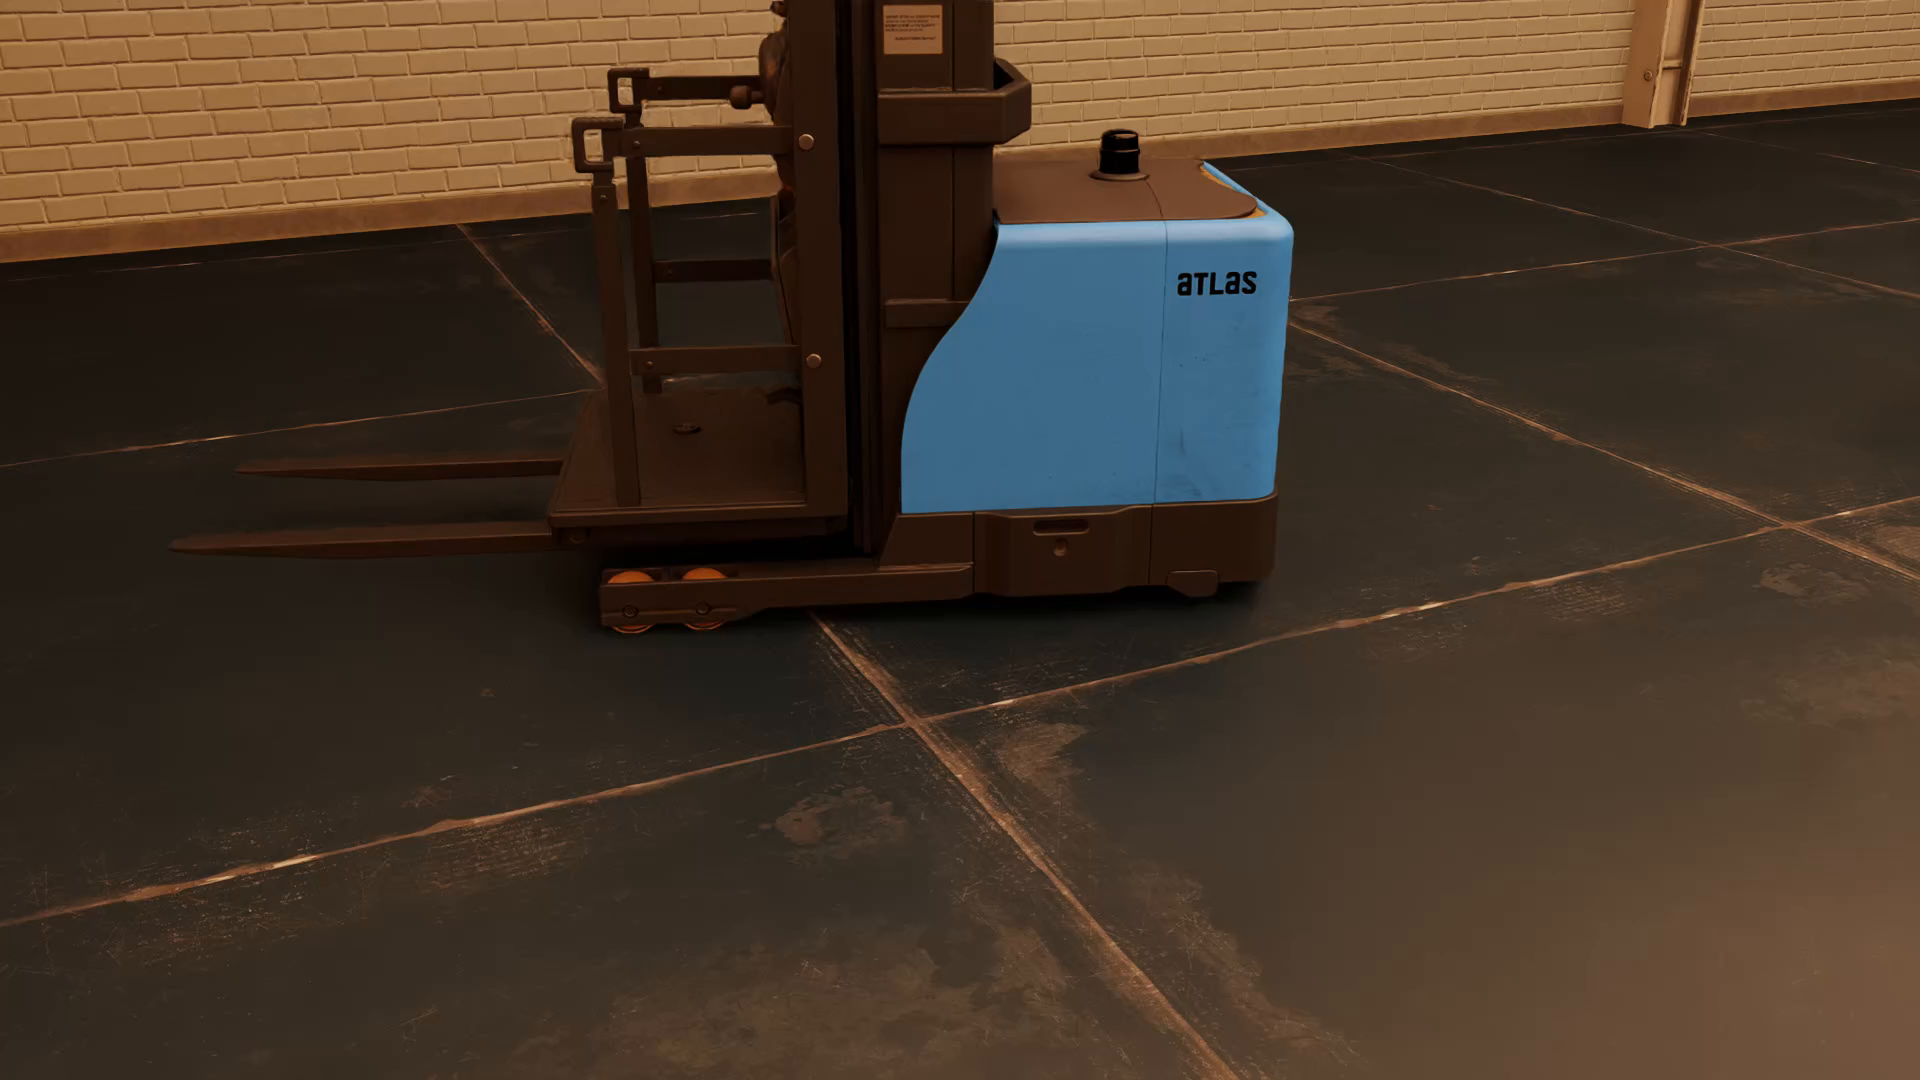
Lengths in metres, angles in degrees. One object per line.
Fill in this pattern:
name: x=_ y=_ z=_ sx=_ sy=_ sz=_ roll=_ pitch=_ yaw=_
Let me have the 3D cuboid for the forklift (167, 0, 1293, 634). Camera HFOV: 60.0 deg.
forklift: x=-0.663 y=-1.313 z=4.446 sx=3.031 sy=2.935 sz=1.130 roll=-2 pitch=23 yaw=-6
